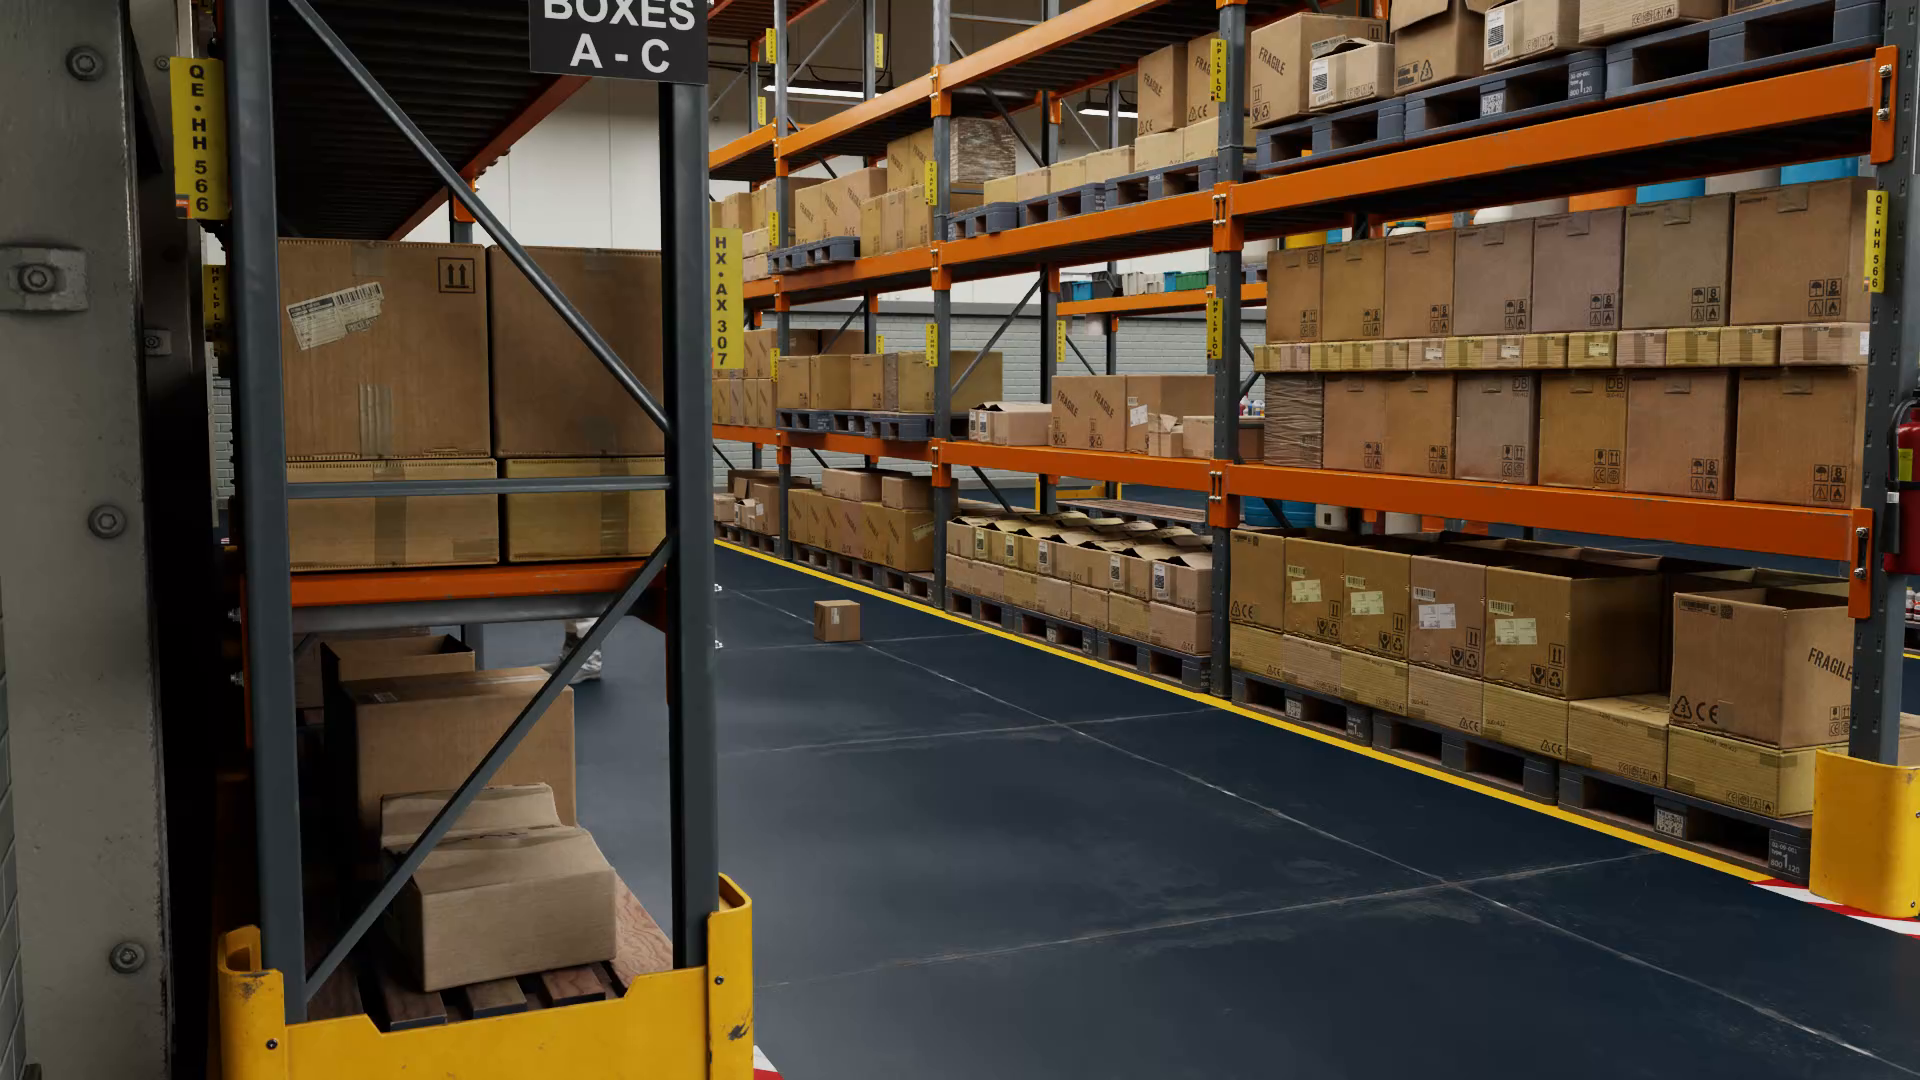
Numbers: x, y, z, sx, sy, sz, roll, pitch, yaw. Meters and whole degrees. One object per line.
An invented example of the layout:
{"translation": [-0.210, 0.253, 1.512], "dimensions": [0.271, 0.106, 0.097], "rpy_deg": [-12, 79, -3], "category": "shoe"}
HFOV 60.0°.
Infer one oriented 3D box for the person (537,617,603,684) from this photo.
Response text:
{"translation": [-2.288, -0.071, 9.803], "dimensions": [0.380, 1.794, 0.538], "rpy_deg": [-3, 6, -27], "category": "person"}
